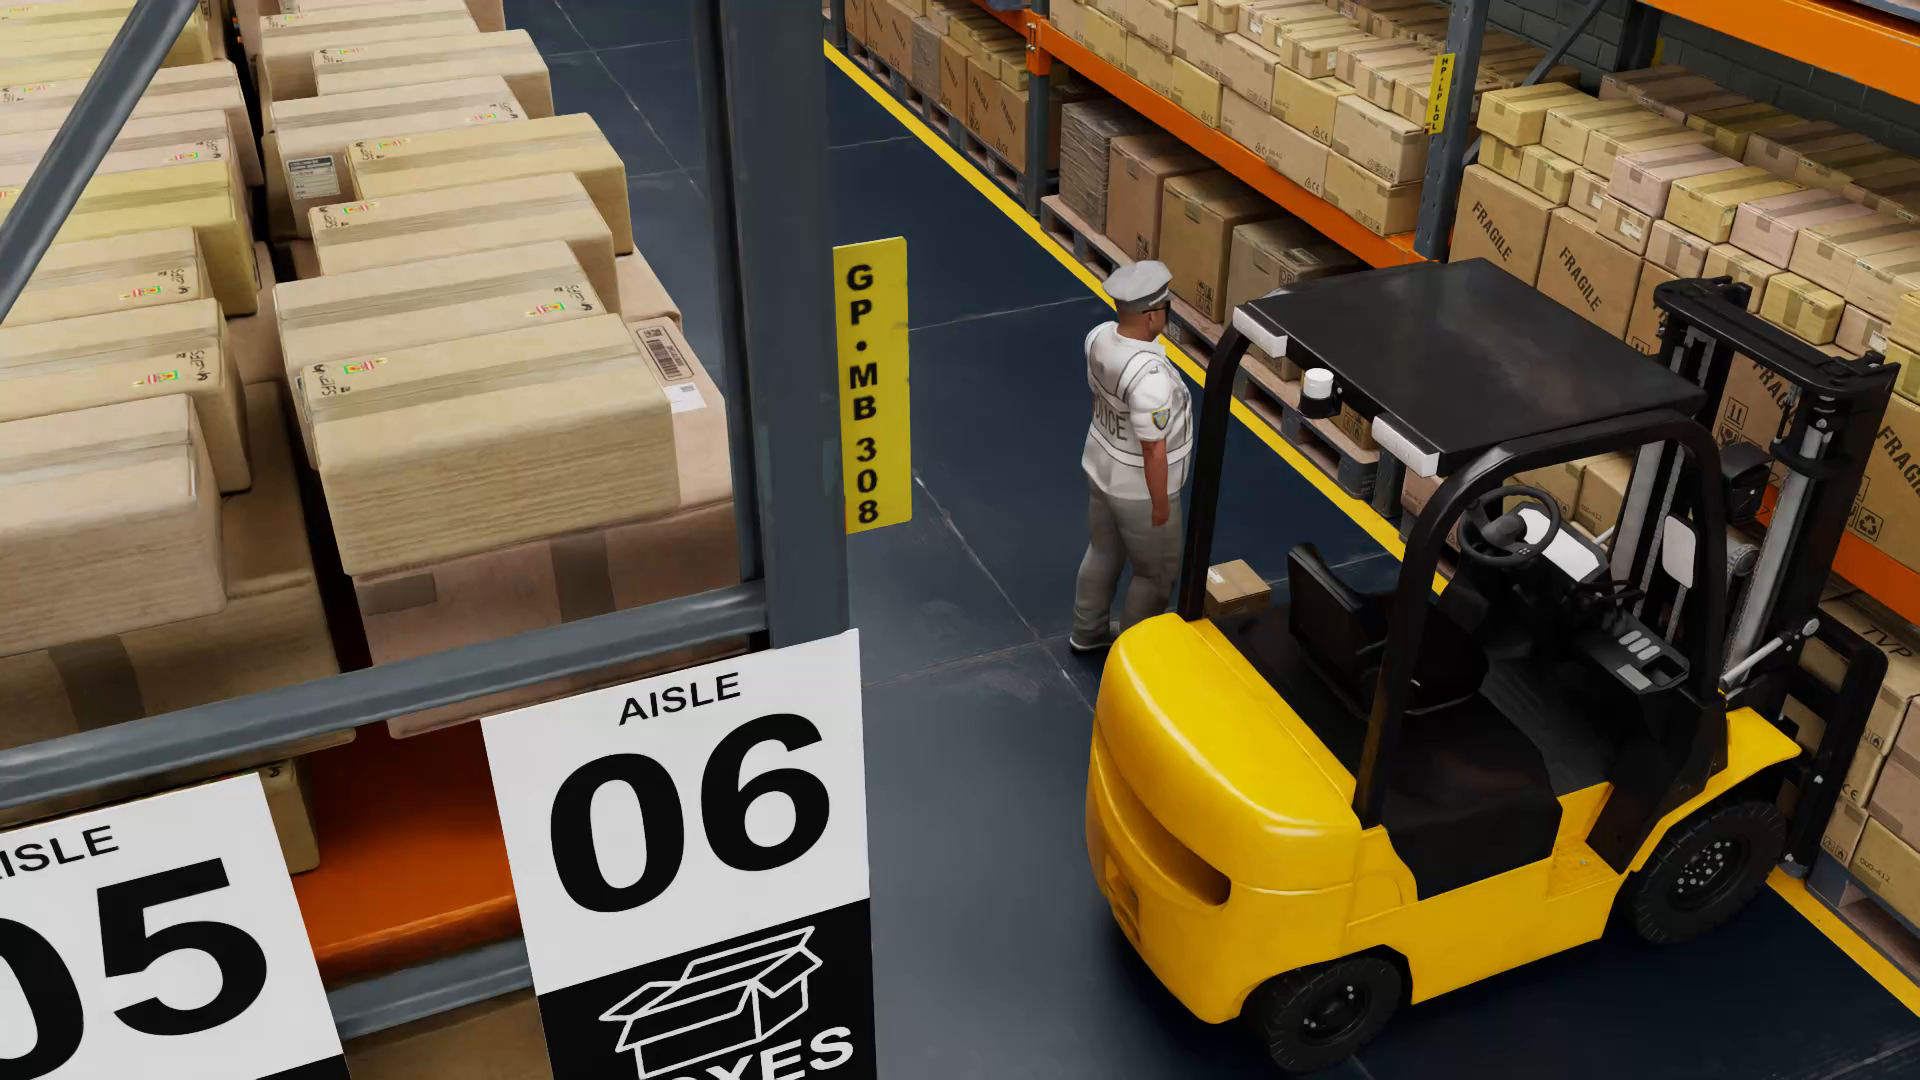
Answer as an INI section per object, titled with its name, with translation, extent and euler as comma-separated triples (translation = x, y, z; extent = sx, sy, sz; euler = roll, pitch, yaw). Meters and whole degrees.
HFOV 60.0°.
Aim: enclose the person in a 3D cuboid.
[person]
translation = 0.704, -0.255, 6.527
extent = 0.412, 1.777, 0.526
euler = -12, 35, -18
